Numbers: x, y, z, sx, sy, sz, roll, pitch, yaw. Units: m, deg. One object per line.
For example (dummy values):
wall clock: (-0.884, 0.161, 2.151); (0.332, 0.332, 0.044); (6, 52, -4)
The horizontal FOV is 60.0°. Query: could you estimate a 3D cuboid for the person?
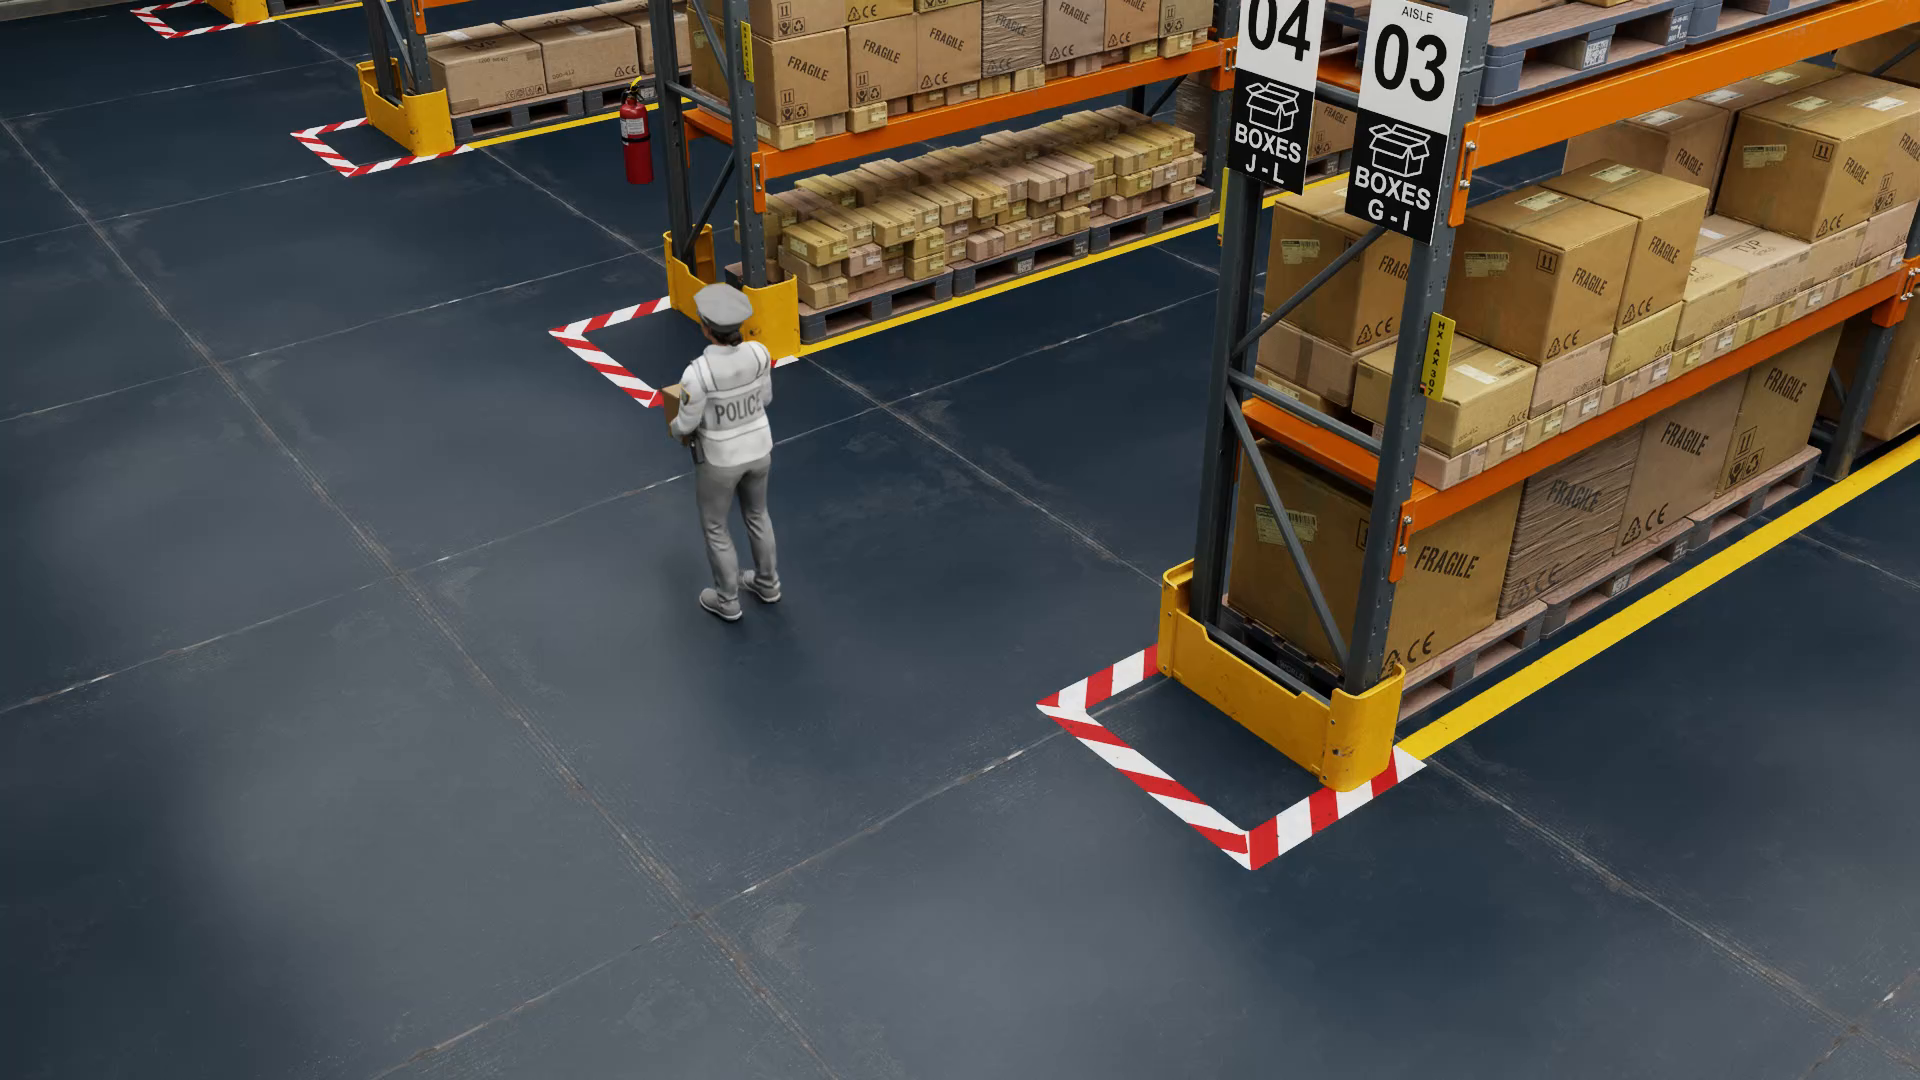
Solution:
person: (-1.109, -0.425, 7.778); (0.486, 1.692, 0.504); (-23, 39, -31)
